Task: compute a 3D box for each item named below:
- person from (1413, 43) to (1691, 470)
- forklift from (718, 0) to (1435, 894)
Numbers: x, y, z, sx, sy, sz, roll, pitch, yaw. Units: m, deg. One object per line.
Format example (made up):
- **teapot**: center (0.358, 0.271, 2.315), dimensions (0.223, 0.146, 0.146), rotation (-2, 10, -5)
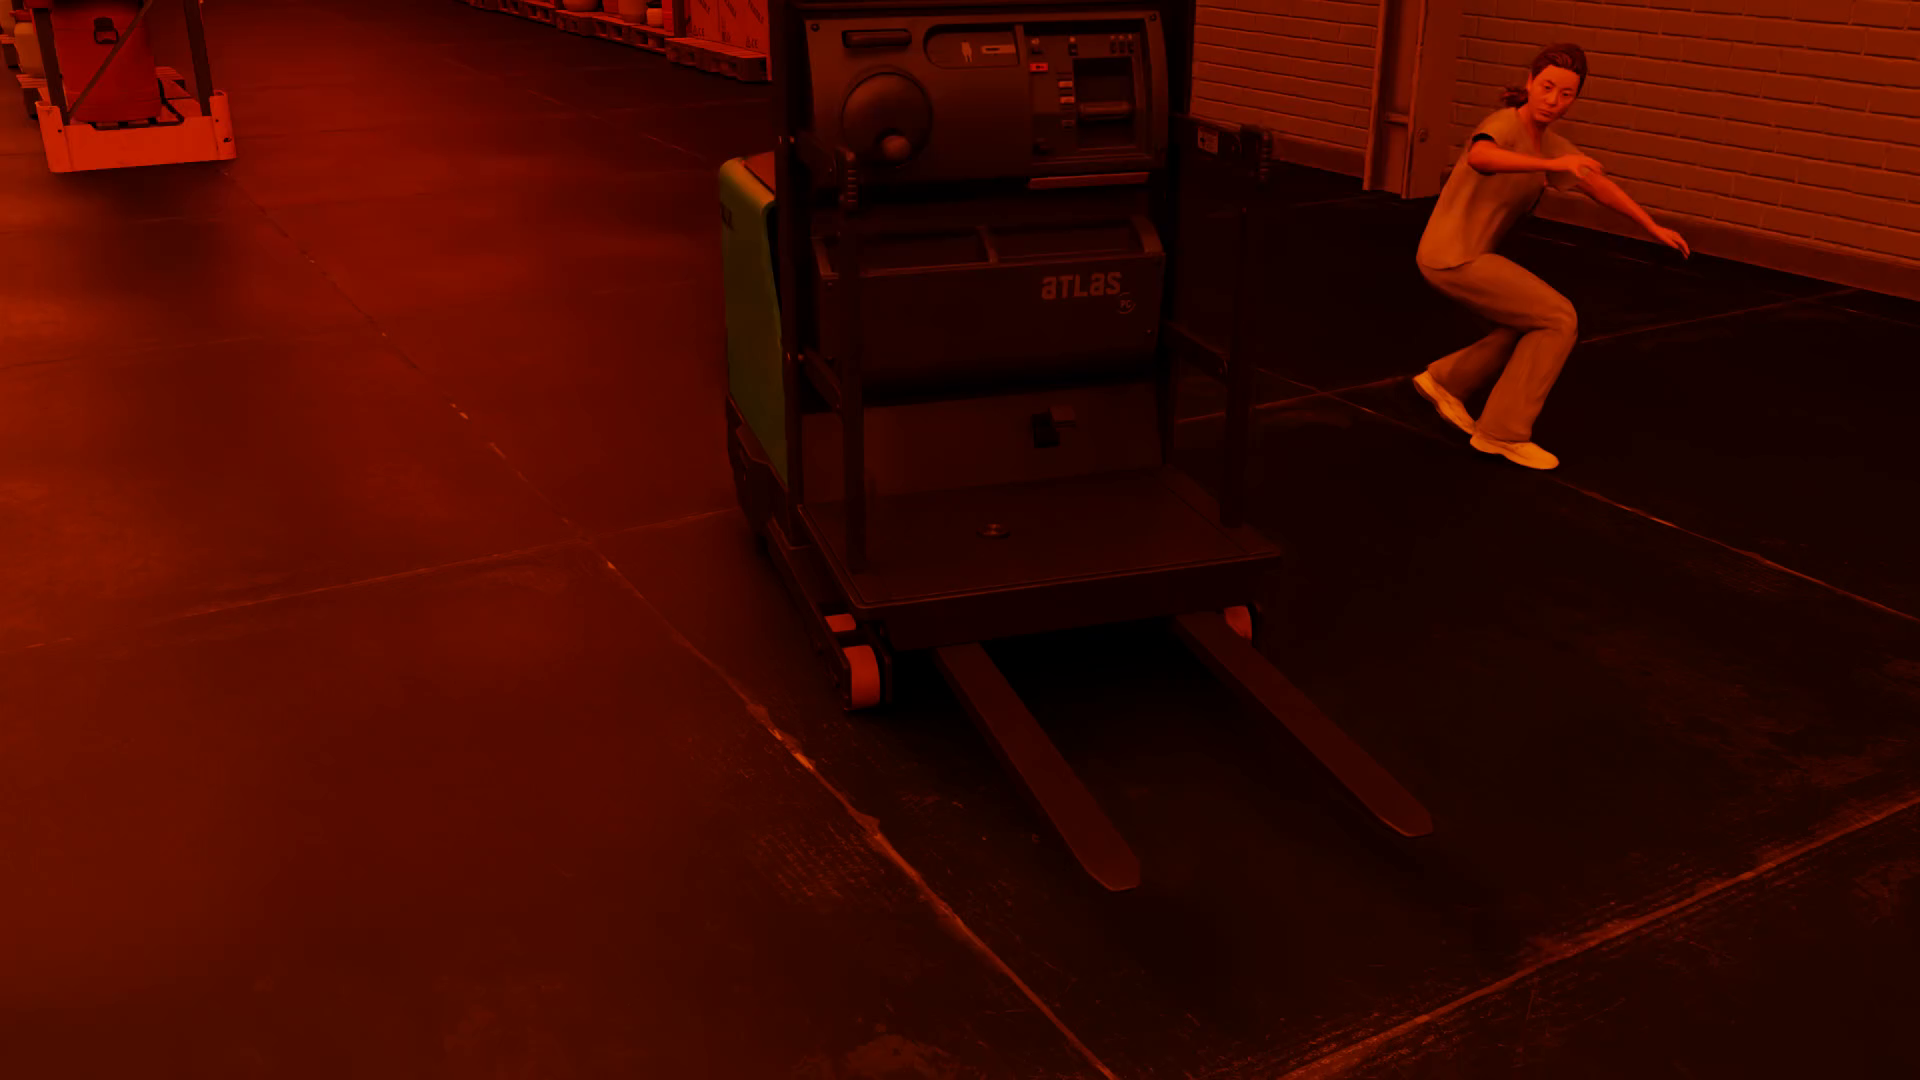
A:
- **person**: center (1.989, -0.946, 5.614), dimensions (0.877, 1.387, 0.686), rotation (9, 24, 21)
- **forklift**: center (0.144, -1.102, 3.958), dimensions (1.130, 2.935, 3.031), rotation (-7, 23, -16)
